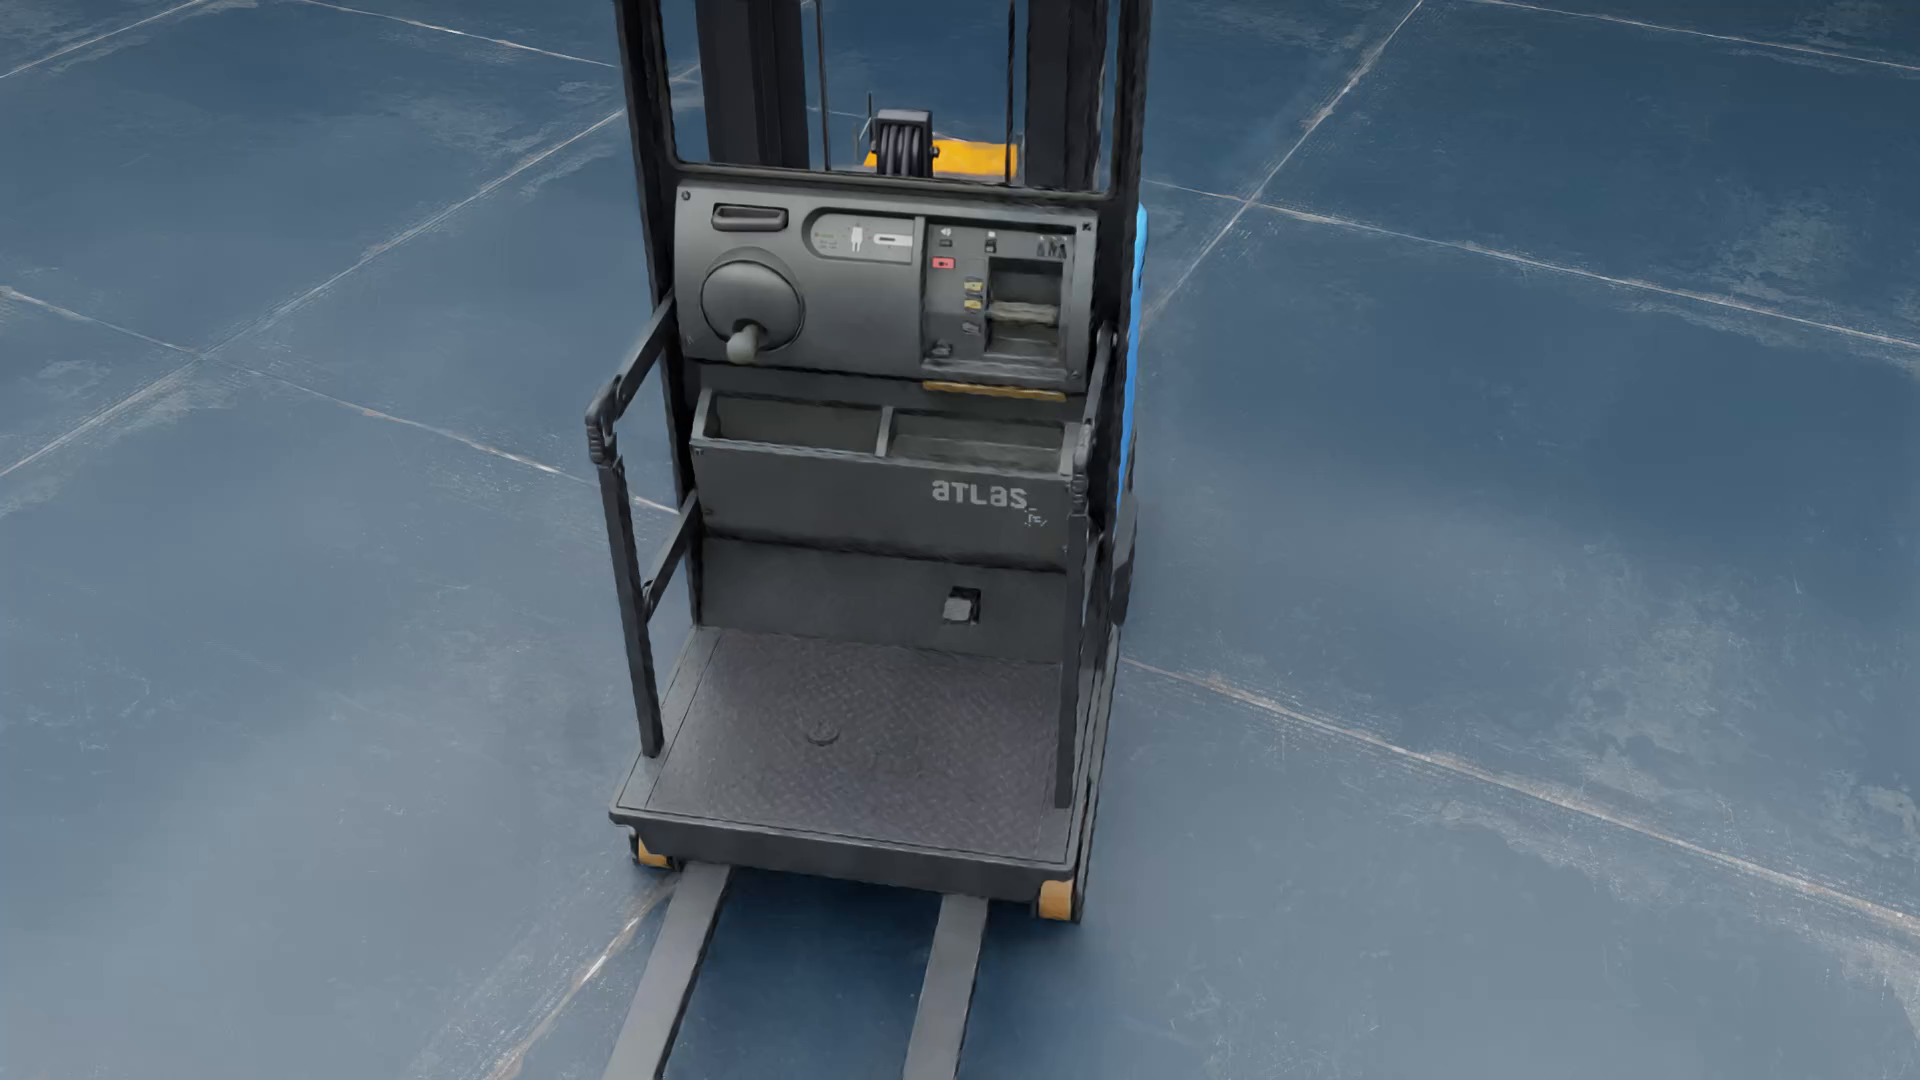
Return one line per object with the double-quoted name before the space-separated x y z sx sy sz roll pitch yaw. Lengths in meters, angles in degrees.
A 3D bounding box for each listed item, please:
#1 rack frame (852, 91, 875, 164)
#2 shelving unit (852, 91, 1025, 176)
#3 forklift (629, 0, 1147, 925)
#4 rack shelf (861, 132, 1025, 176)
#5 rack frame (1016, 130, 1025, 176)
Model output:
"rack frame" -0.290 -0.820 5.338 0.015 1.200 0.240 6 38 7
"shelving unit" -0.049 -0.797 5.307 0.503 1.200 0.258 6 38 7
"forklift" -0.111 -0.785 3.913 1.129 2.867 1.939 6 38 8
"rack shelf" -0.049 -1.110 5.070 0.480 0.148 0.258 6 38 7
"rack frame" 0.192 -0.773 5.276 0.015 1.200 0.240 6 38 7
